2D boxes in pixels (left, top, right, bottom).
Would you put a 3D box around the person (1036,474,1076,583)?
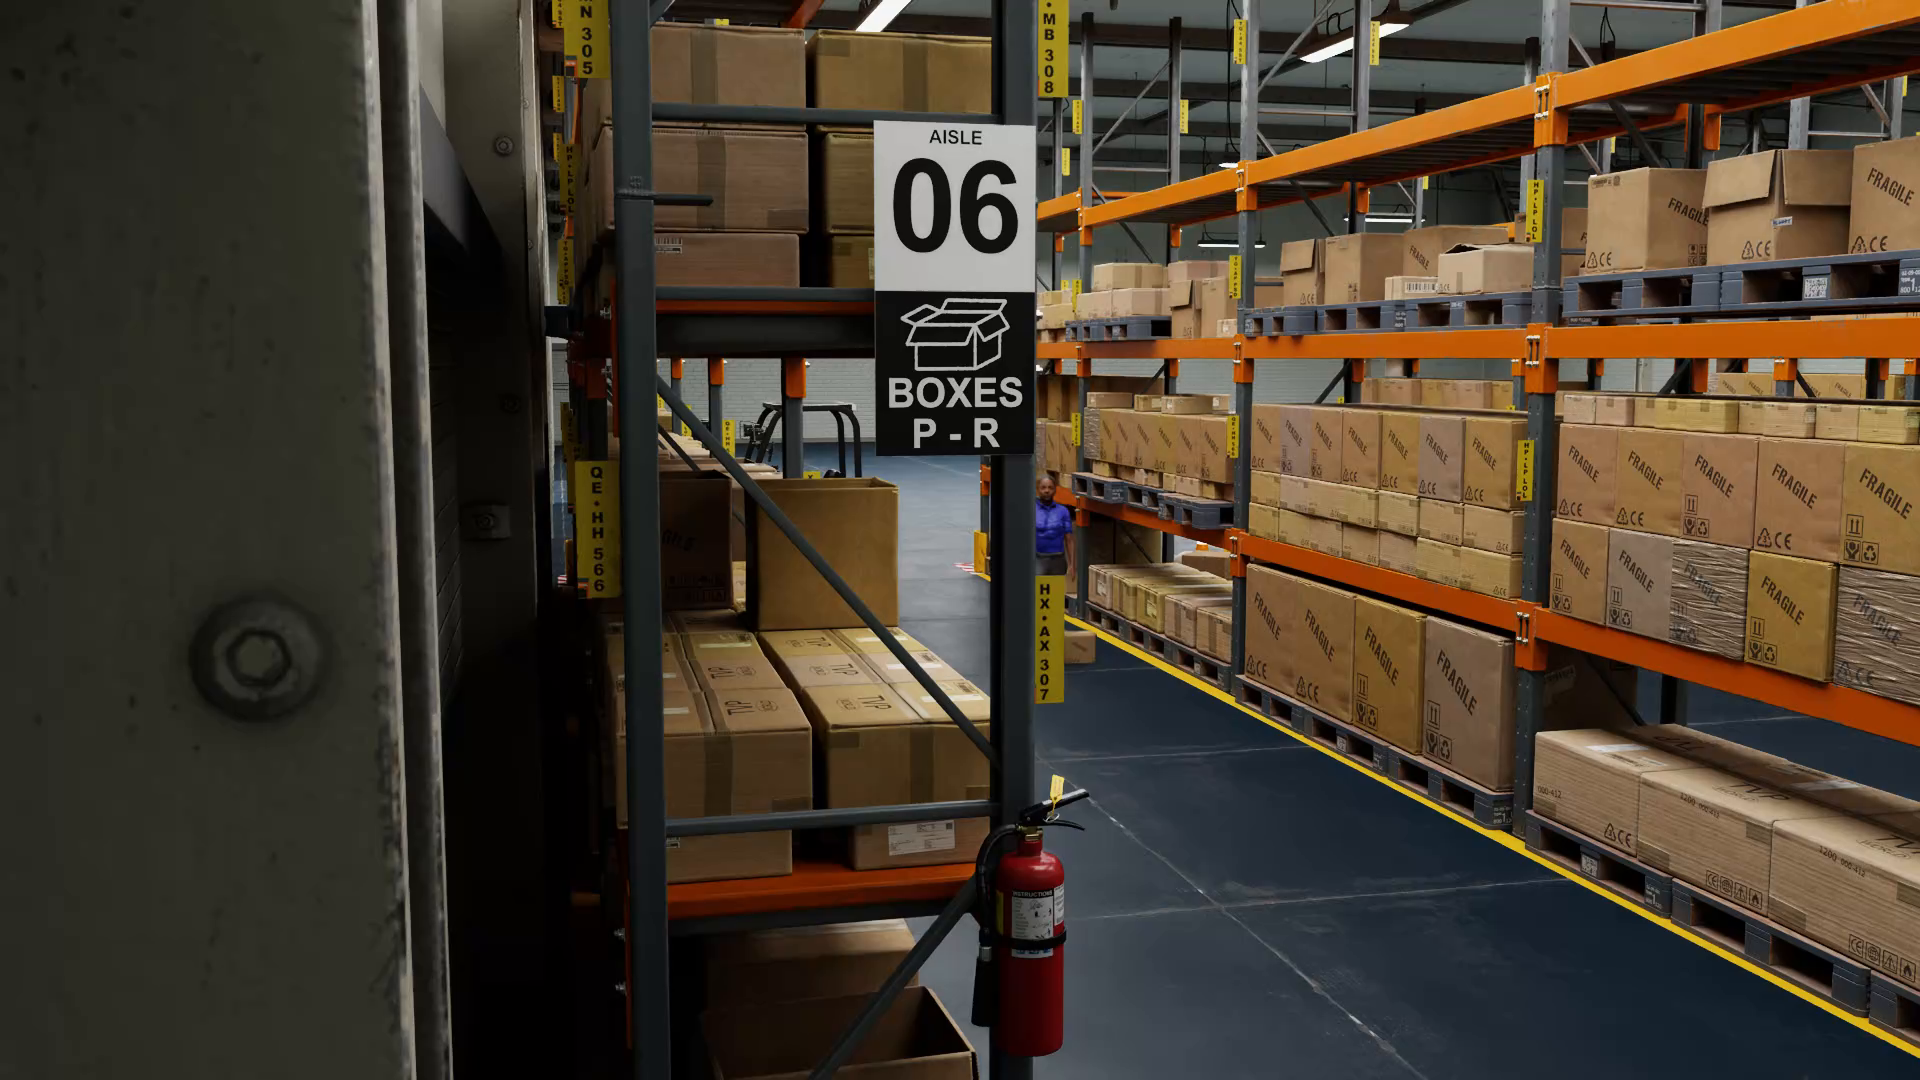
[{"bbox_3d":[0.777,0.241,14.371,0.454,1.605,0.960,-1,6,-12],"label":"person"}]
